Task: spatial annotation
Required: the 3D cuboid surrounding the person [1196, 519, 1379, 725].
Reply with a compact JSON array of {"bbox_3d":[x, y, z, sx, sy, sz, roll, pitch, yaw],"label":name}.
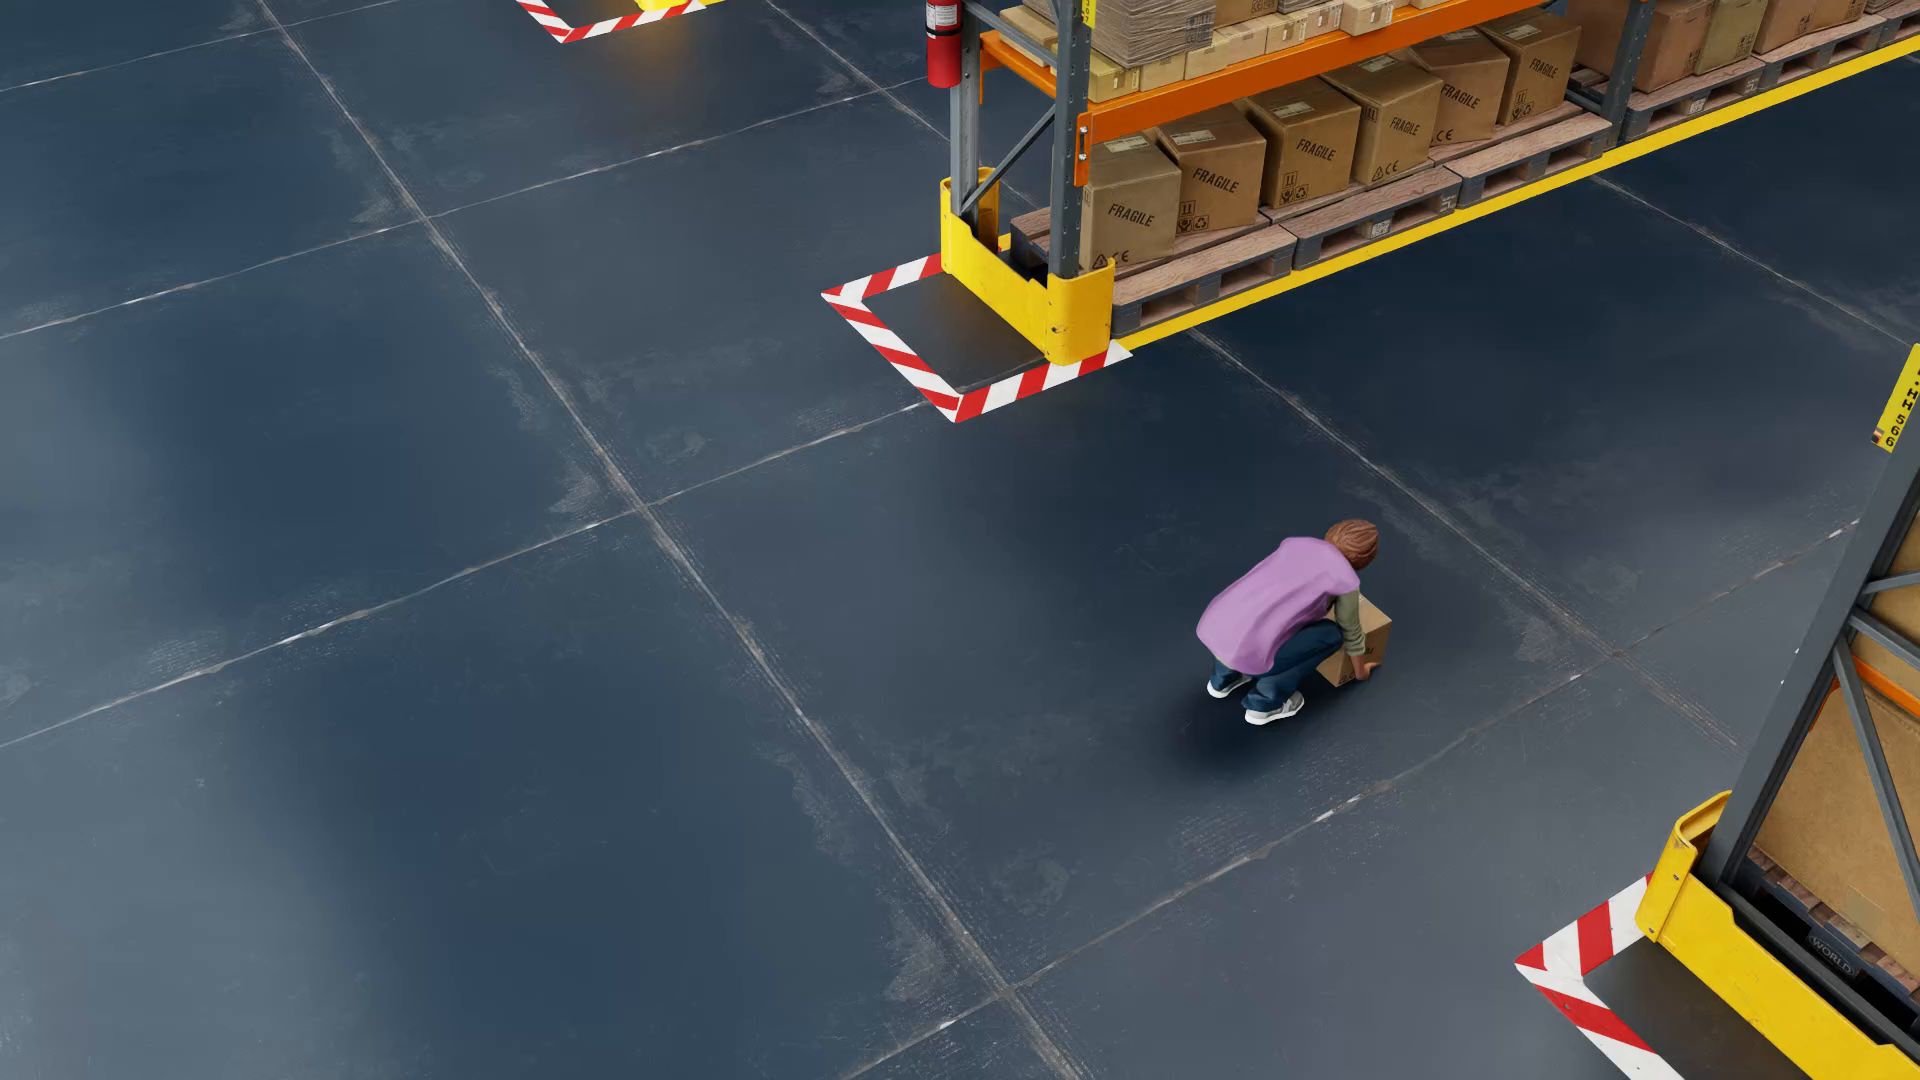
[{"bbox_3d":[1.283,0.340,6.492,0.858,0.695,0.419,-24,47,-25],"label":"person"}]
